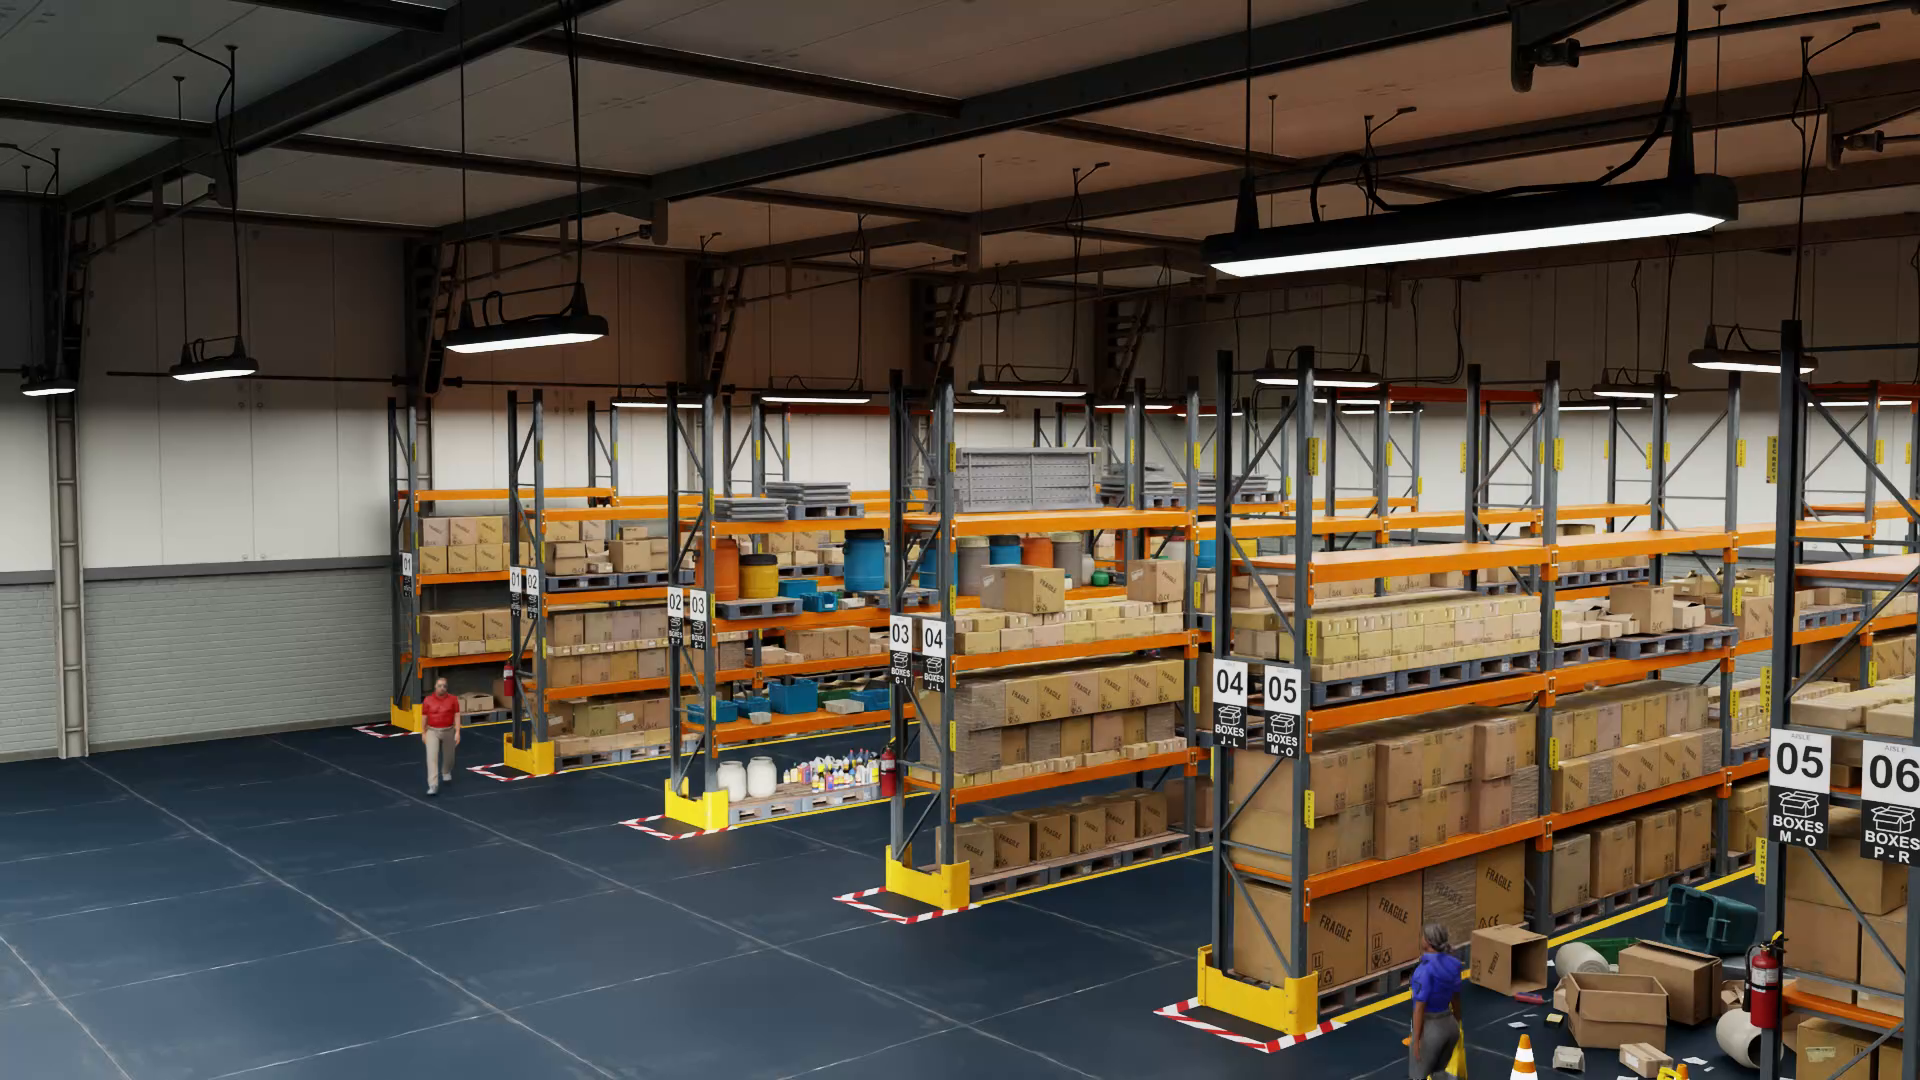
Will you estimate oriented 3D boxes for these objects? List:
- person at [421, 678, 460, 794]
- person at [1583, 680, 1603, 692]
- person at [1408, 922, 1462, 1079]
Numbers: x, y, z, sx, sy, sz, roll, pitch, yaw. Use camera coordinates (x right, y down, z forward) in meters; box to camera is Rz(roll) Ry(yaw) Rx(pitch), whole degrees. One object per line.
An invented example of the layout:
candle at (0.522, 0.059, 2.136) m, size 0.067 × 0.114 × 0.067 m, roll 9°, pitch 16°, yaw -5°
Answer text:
person at (-7.734, 2.885, 24.763) m, size 0.565 × 1.672 × 1.062 m, roll -2°, pitch 4°, yaw -27°
person at (9.863, 2.835, 25.550) m, size 0.707 × 1.685 × 0.717 m, roll -2°, pitch 4°, yaw -32°
person at (3.515, 3.670, 12.154) m, size 0.455 × 1.523 × 0.619 m, roll -3°, pitch 4°, yaw -41°
